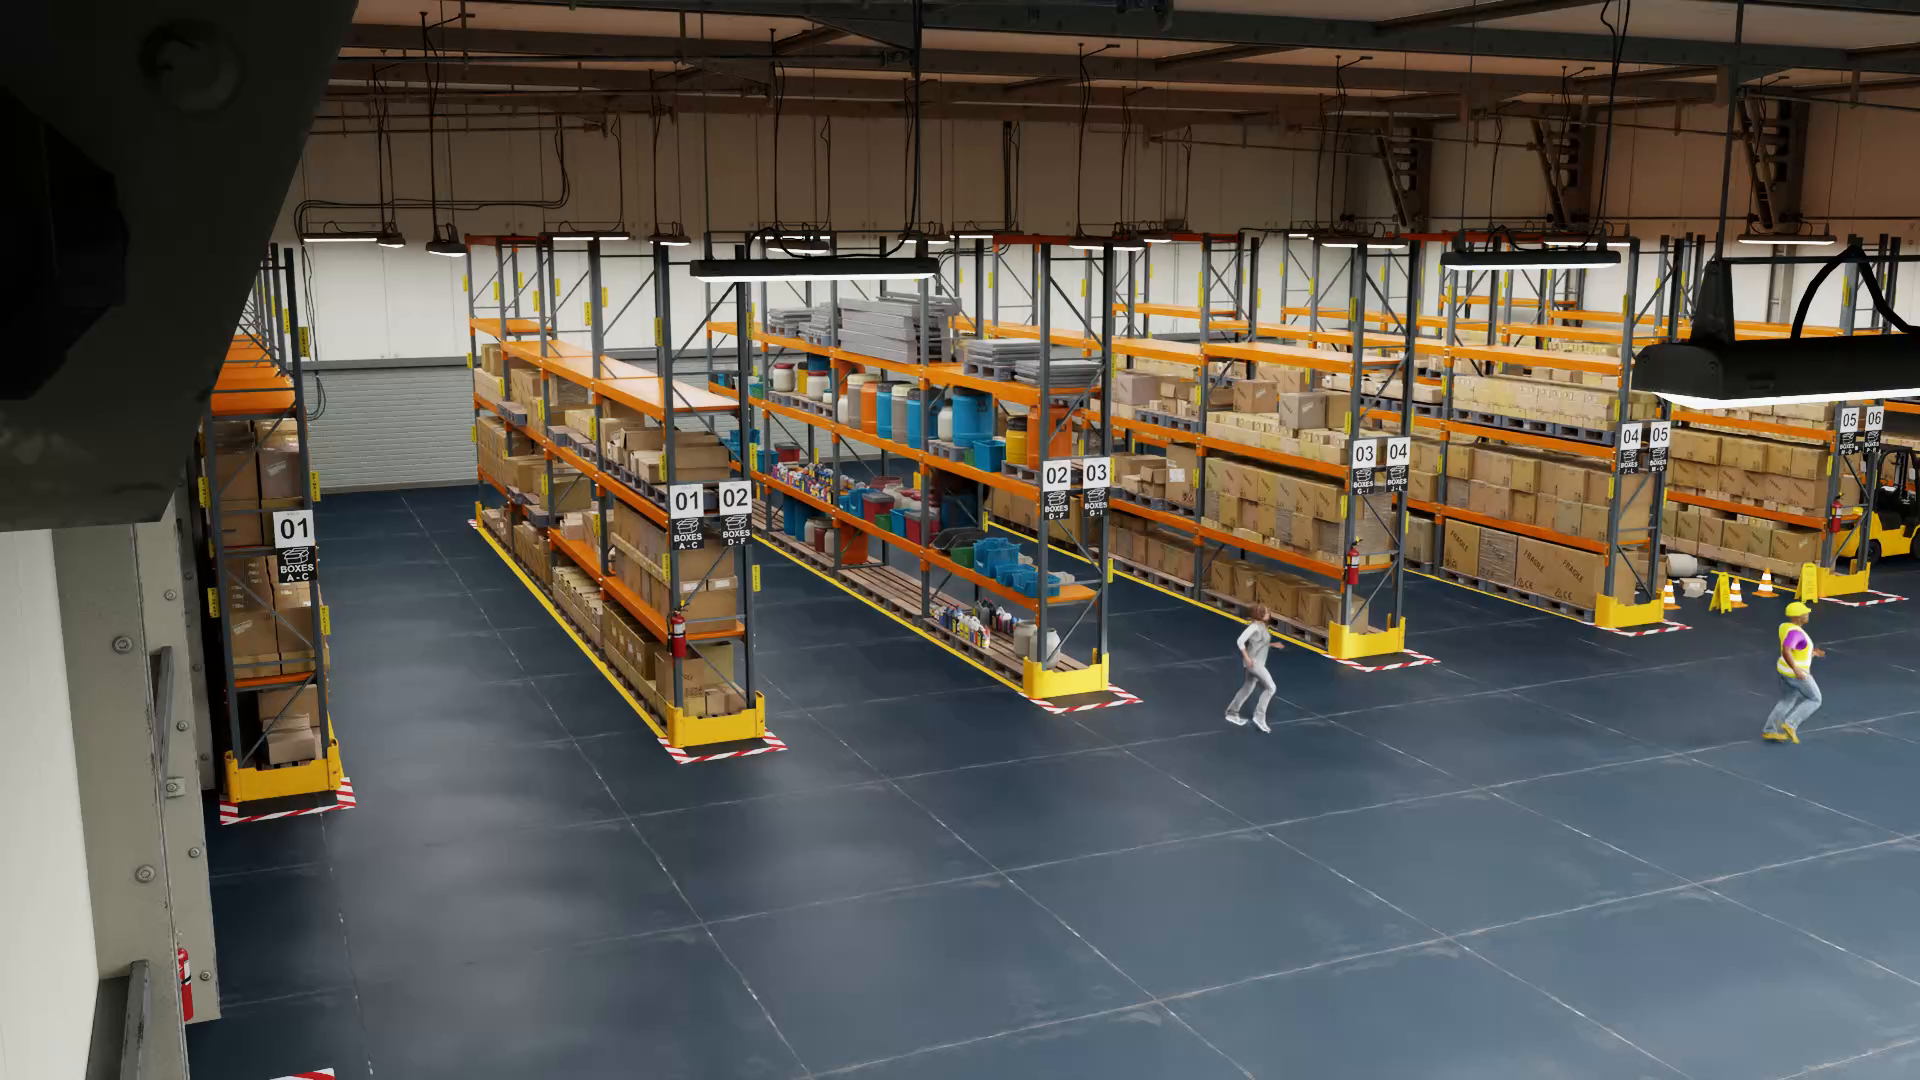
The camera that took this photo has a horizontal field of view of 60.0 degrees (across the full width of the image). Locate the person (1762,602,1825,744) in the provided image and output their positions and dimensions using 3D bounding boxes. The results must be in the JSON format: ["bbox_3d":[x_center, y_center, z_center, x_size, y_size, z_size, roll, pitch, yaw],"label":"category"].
[{"bbox_3d":[10.171,1.608,20.196,0.668,1.734,0.687,1,11,4],"label":"person"}]

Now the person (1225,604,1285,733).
[{"bbox_3d":[3.690,1.585,20.778,0.712,1.622,0.525,2,11,8],"label":"person"}]

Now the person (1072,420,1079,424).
[{"bbox_3d":[2.629,-2.050,39.482,0.692,1.599,0.572,-3,11,-17],"label":"person"}]
